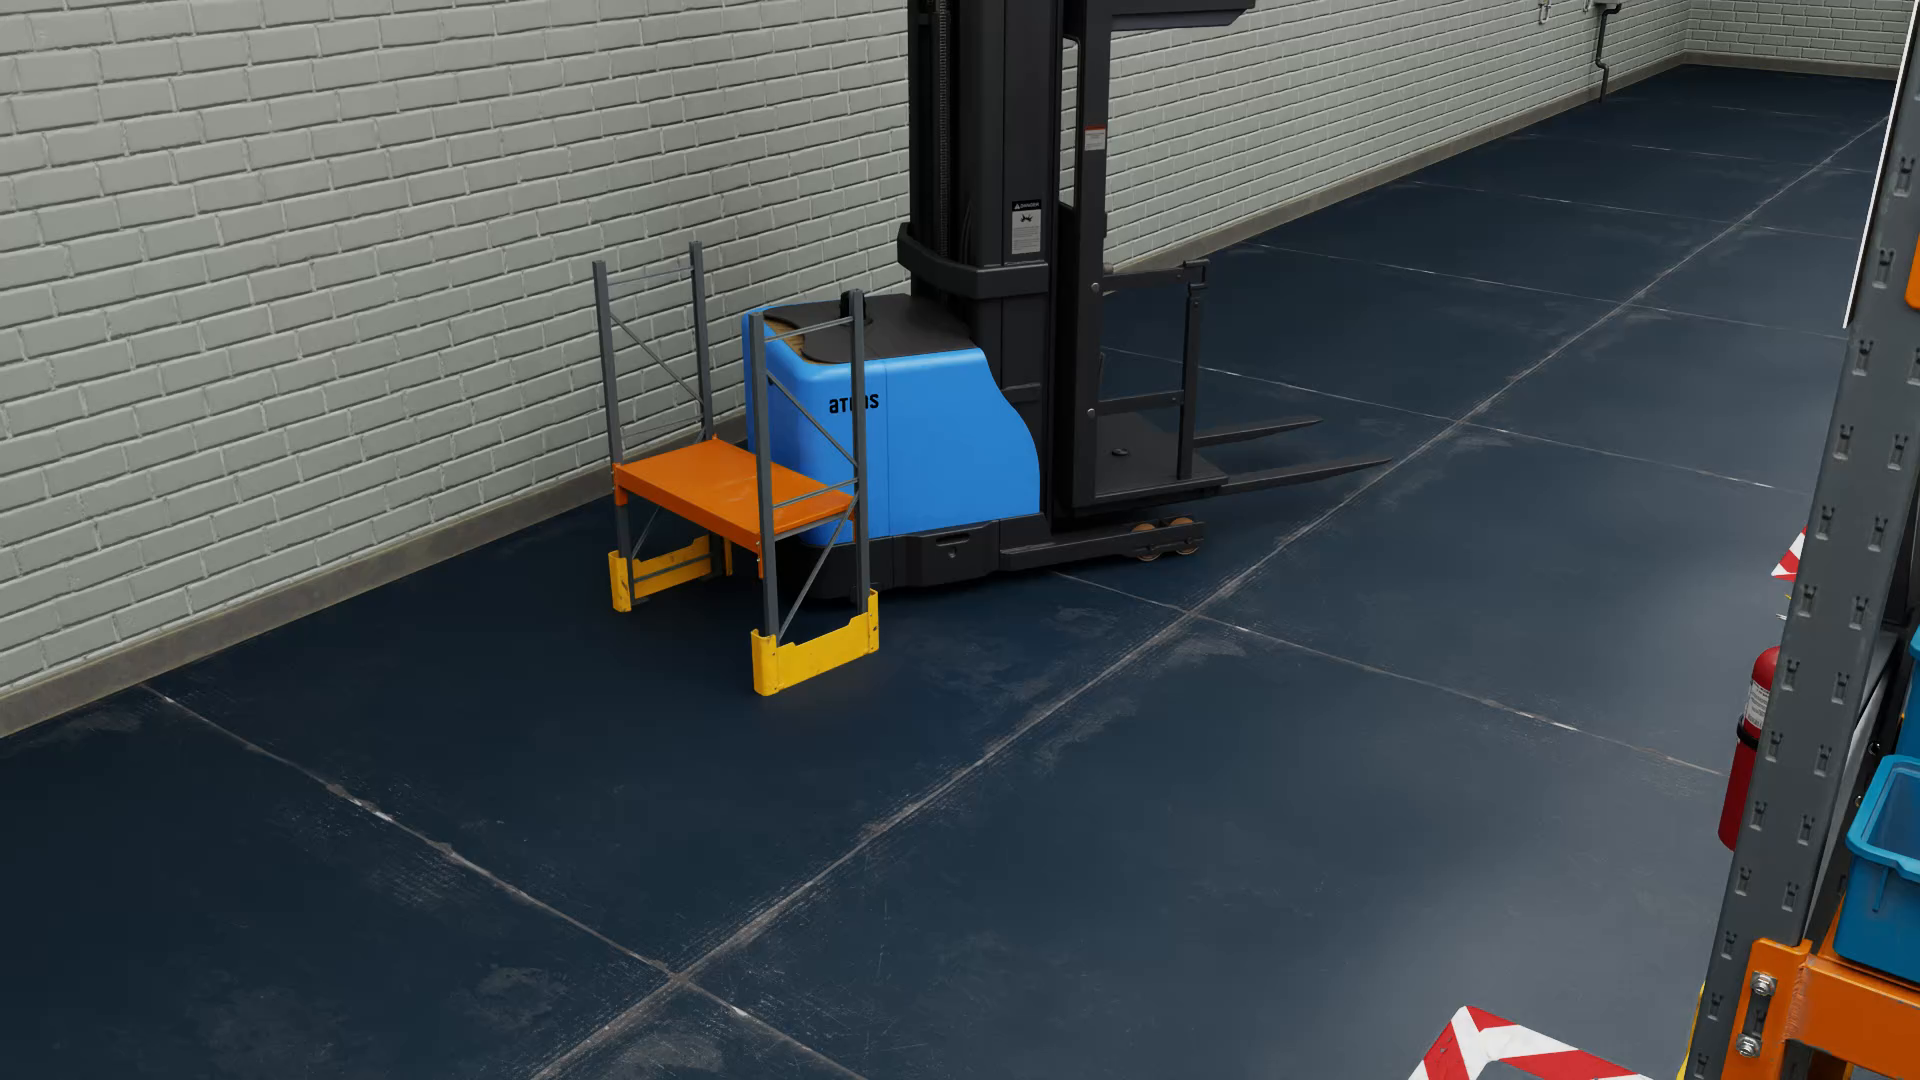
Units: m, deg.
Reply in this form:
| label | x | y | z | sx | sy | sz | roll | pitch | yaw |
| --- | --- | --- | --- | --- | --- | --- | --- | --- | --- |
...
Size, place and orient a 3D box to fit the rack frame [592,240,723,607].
| label | x | y | z | sx | sy | sz | roll | pitch | yaw |
| --- | --- | --- | --- | --- | --- | --- | --- | --- | --- |
| rack frame | -1.247 | -0.469 | 6.954 | 0.500 | 1.500 | 0.032 | -21 | 31 | -39 |

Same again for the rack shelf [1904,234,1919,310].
| label | x | y | z | sx | sy | sz | roll | pitch | yaw |
| --- | --- | --- | --- | --- | --- | --- | --- | --- | --- |
| rack shelf | 3.288 | -0.192 | 1.638 | 4.000 | 0.370 | 1.077 | 17 | 29 | 33 |

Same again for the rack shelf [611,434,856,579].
| label | x | y | z | sx | sy | sz | roll | pitch | yaw |
| --- | --- | --- | --- | --- | --- | --- | --- | --- | --- |
| rack shelf | -0.898 | -0.155 | 6.688 | 0.538 | 0.185 | 1.000 | -21 | 31 | -39 |

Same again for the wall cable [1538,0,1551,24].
| label | x | y | z | sx | sy | sz | roll | pitch | yaw |
| --- | --- | --- | --- | --- | --- | --- | --- | --- | --- |
| wall cable | 6.075 | -6.263 | 16.946 | 0.123 | 1.953 | 0.585 | 17 | 29 | 33 |

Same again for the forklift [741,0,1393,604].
| label | x | y | z | sx | sy | sz | roll | pitch | yaw |
| --- | --- | --- | --- | --- | --- | --- | --- | --- | --- |
| forklift | 0.579 | -1.433 | 7.368 | 3.031 | 2.935 | 1.130 | -9 | 25 | -20 |

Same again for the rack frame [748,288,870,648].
| label | x | y | z | sx | sy | sz | roll | pitch | yaw |
| --- | --- | --- | --- | --- | --- | --- | --- | --- | --- |
| rack frame | -0.550 | -0.171 | 6.277 | 0.500 | 1.500 | 0.032 | -21 | 31 | -39 |

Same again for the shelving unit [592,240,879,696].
| label | x | y | z | sx | sy | sz | roll | pitch | yaw |
| --- | --- | --- | --- | --- | --- | --- | --- | --- | --- |
| shelving unit | -0.905 | -0.323 | 6.621 | 0.587 | 1.500 | 1.083 | -21 | 31 | -39 |

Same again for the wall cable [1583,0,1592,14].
| label | x | y | z | sx | sy | sz | roll | pitch | yaw |
| --- | --- | --- | --- | --- | --- | --- | --- | --- | --- |
| wall cable | 6.917 | -6.709 | 17.997 | 0.122 | 1.984 | 0.588 | 17 | 29 | 33 |

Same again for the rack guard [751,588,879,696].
| label | x | y | z | sx | sy | sz | roll | pitch | yaw |
| --- | --- | --- | --- | --- | --- | --- | --- | --- | --- |
| rack guard | -0.563 | 0.395 | 6.542 | 0.587 | 0.250 | 0.087 | -21 | 31 | -39 |

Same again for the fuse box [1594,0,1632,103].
| label | x | y | z | sx | sy | sz | roll | pitch | yaw |
| --- | --- | --- | --- | --- | --- | --- | --- | --- | --- |
| fuse box | 7.452 | -5.837 | 18.875 | 0.414 | 1.711 | 0.539 | 17 | 29 | 33 |

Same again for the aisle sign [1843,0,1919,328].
| label | x | y | z | sx | sy | sz | roll | pitch | yaw |
| --- | --- | --- | --- | --- | --- | --- | --- | --- | --- |
| aisle sign | 1.452 | -0.744 | 2.493 | 0.004 | 0.787 | 0.394 | 17 | 29 | 33 |

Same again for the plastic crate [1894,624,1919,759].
| label | x | y | z | sx | sy | sz | roll | pitch | yaw |
| --- | --- | --- | --- | --- | --- | --- | --- | --- | --- |
| plastic crate | 2.067 | 0.345 | 3.129 | 0.499 | 0.435 | 0.616 | 17 | 29 | 33 |

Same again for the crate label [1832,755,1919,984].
| label | x | y | z | sx | sy | sz | roll | pitch | yaw |
| --- | --- | --- | --- | --- | --- | --- | --- | --- | --- |
| crate label | 1.688 | 0.583 | 2.841 | 0.303 | 0.233 | 0.416 | 17 | 29 | 33 |

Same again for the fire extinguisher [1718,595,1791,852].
| label | x | y | z | sx | sy | sz | roll | pitch | yaw |
| --- | --- | --- | --- | --- | --- | --- | --- | --- | --- |
| fire extinguisher | 1.839 | 0.390 | 3.702 | 0.183 | 0.674 | 0.296 | 17 | 29 | 33 |

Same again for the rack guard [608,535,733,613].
| label | x | y | z | sx | sy | sz | roll | pitch | yaw |
| --- | --- | --- | --- | --- | --- | --- | --- | --- | --- |
| rack guard | -1.246 | 0.103 | 7.205 | 0.587 | 0.250 | 0.087 | -21 | 31 | -39 |

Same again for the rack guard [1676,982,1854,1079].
| label | x | y | z | sx | sy | sz | roll | pitch | yaw |
| --- | --- | --- | --- | --- | --- | --- | --- | --- | --- |
| rack guard | 1.661 | 1.510 | 3.703 | 0.348 | 0.500 | 1.175 | 17 | 29 | 33 |

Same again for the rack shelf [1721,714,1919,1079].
| label | x | y | z | sx | sy | sz | roll | pitch | yaw |
| --- | --- | --- | --- | --- | --- | --- | --- | --- | --- |
| rack shelf | 3.288 | 1.180 | 2.243 | 4.000 | 0.370 | 1.077 | 17 | 29 | 33 |
